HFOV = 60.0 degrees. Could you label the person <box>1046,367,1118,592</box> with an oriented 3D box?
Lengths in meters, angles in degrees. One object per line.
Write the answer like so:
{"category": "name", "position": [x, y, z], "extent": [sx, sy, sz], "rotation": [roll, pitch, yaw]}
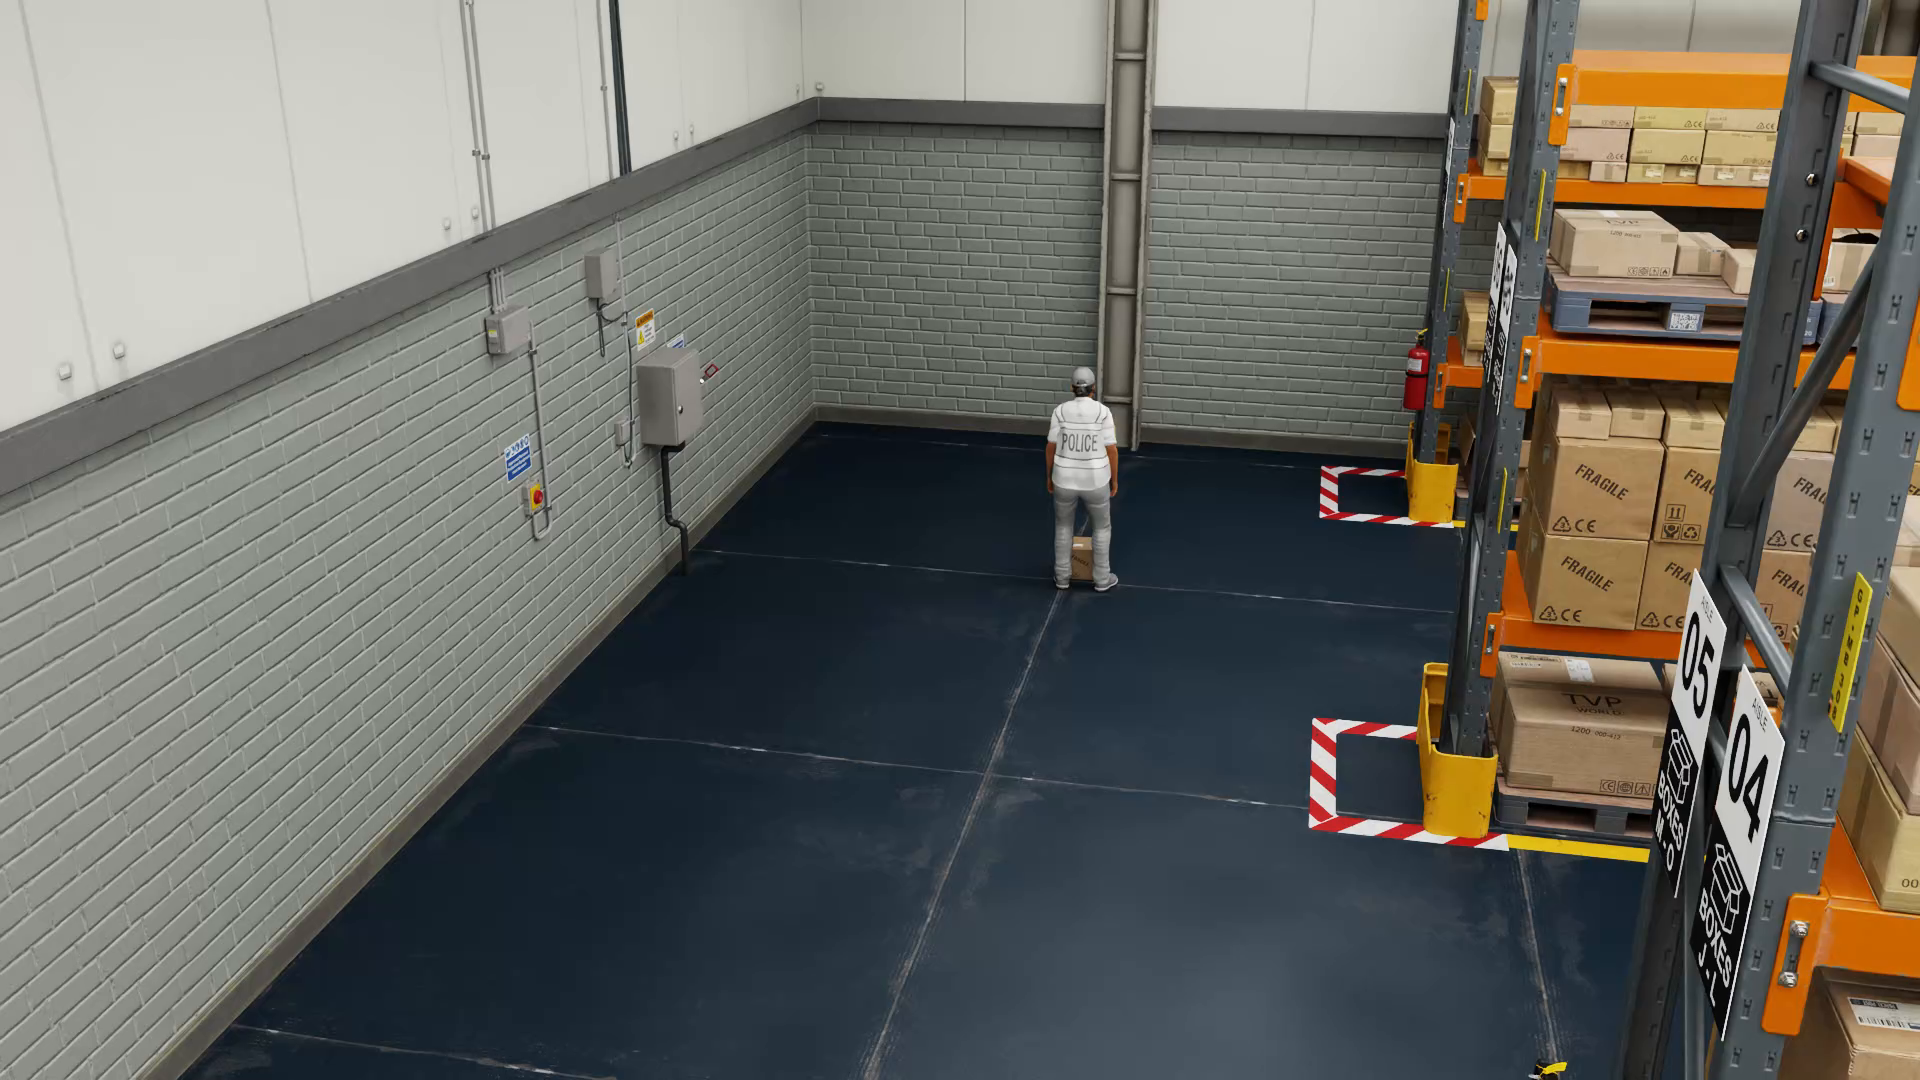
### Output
{"category": "person", "position": [0.903, -0.439, 12.183], "extent": [0.547, 1.666, 0.473], "rotation": [4, 22, 10]}
